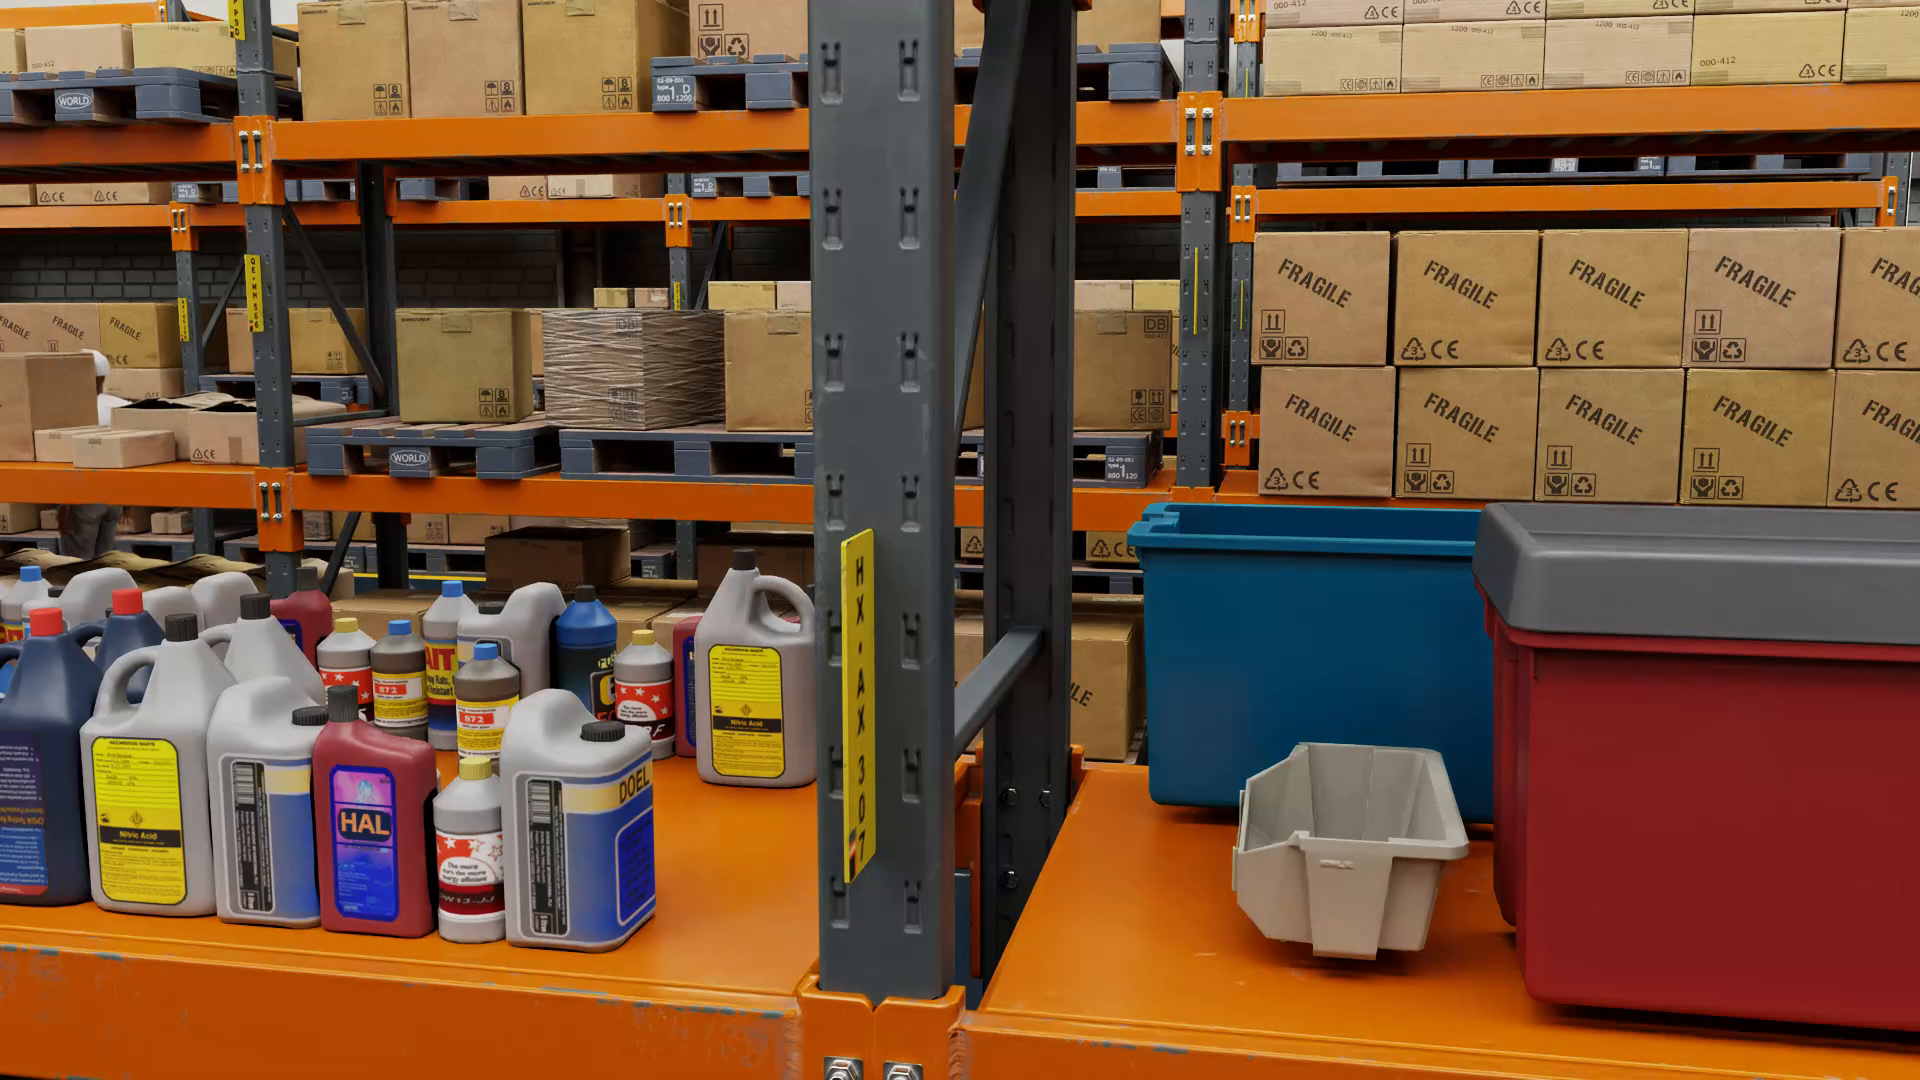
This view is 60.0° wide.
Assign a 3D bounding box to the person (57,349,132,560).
[{"bbox_3d":[-5.099,-0.246,9.851,0.595,1.759,0.577,2,8,14],"label":"person"}]
